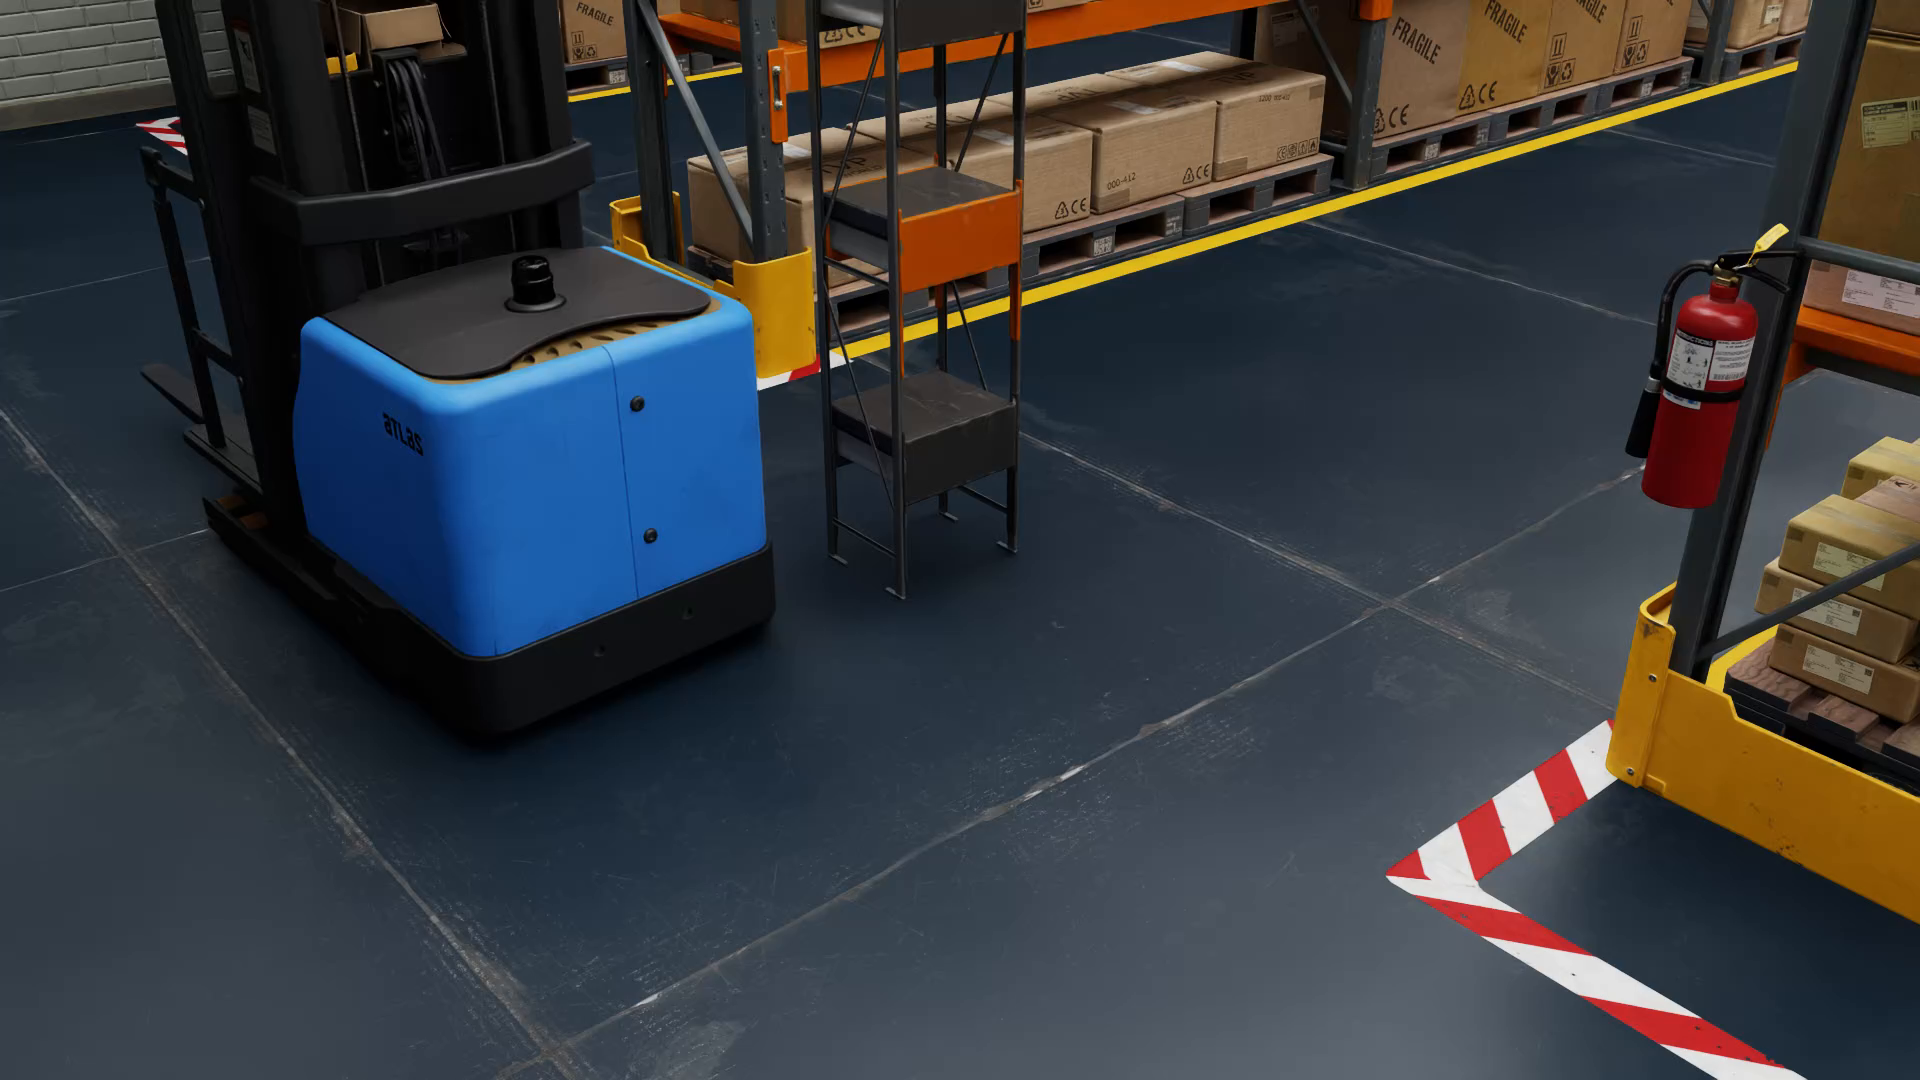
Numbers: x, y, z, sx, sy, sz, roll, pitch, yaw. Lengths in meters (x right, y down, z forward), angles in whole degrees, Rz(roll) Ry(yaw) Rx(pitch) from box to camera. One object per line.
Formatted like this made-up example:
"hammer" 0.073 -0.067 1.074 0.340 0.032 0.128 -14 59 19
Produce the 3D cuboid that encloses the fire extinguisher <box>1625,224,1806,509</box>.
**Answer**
"fire extinguisher" 1.712 -0.406 3.806 0.183 0.674 0.296 -22 35 -35

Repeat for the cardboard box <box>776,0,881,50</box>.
"cardboard box" -0.535 -2.349 6.856 0.500 0.500 0.500 -22 35 -35

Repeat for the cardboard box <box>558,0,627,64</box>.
"cardboard box" -2.642 -3.649 11.601 0.500 0.500 0.500 -21 35 -34

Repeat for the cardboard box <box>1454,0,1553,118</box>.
"cardboard box" 3.058 -3.230 10.420 0.875 0.875 0.875 -21 34 -34

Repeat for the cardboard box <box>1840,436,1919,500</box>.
"cardboard box" 2.784 -0.141 4.779 0.250 0.149 0.380 -23 36 -36

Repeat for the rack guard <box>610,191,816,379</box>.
"rack guard" -1.105 -1.151 7.373 0.348 0.500 1.175 -22 35 -35

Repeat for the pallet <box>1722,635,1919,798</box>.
"pallet" 2.902 0.454 4.676 1.213 0.211 1.003 -22 35 -35

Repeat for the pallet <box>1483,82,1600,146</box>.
"pallet" 3.423 -2.893 10.939 1.213 0.211 1.003 -22 35 -35

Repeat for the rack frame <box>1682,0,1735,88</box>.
"rack frame" 4.999 -4.708 11.377 0.127 3.000 1.000 -22 35 -35

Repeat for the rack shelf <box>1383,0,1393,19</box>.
"rack shelf" 3.478 -3.779 10.402 4.000 0.370 1.077 -22 35 -35

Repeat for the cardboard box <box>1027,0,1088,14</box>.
"cardboard box" 0.230 -2.662 7.444 0.500 0.500 0.500 -22 35 -35

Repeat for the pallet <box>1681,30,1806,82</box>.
"pallet" 5.595 -3.717 12.481 1.213 0.211 1.003 -22 35 -35

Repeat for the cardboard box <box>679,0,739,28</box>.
"cardboard box" -0.892 -2.547 7.228 0.500 0.500 0.500 -22 35 -35

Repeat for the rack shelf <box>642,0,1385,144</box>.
"rack shelf" 0.435 -2.555 8.112 4.000 0.370 1.077 -22 35 -35

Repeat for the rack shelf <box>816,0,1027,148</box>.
"rack shelf" -0.126 -1.481 4.837 0.480 0.518 0.431 -22 35 -35

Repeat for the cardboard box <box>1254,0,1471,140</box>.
"cardboard box" 2.376 -2.951 9.898 0.875 0.875 0.875 -21 34 -33

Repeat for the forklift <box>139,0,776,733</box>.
"forklift" -1.949 -1.363 5.191 1.130 2.935 3.031 -24 36 -37

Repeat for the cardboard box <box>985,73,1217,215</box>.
"cardboard box" 0.728 -2.112 8.792 0.875 0.438 0.875 -23 36 -36

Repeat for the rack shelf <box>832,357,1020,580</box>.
"rack shelf" -0.126 -0.246 5.497 0.480 0.518 0.431 -22 35 -35

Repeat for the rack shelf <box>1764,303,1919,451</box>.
"rack shelf" 3.725 -0.811 4.849 4.000 0.370 1.077 -22 35 -35

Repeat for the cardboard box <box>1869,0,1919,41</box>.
"cardboard box" 2.390 -1.362 3.634 0.500 0.500 0.500 -23 36 -36

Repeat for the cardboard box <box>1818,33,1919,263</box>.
"cardboard box" 2.378 -0.922 3.870 0.500 0.500 0.500 -21 35 -34

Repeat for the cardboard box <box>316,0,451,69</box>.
"cardboard box" -3.784 -3.277 10.902 0.637 0.503 0.797 -24 36 -37

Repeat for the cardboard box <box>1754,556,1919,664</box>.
"cardboard box" 2.419 0.161 4.531 0.250 0.149 0.380 -23 36 -36

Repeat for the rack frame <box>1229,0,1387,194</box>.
"rack frame" 1.956 -3.484 9.087 0.127 3.000 1.000 -22 35 -35

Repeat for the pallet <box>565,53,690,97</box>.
"pallet" -2.720 -3.448 11.978 1.213 0.211 1.003 -22 35 -35

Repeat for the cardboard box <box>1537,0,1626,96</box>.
"cardboard box" 3.739 -3.503 10.931 0.875 0.875 0.875 -21 35 -34

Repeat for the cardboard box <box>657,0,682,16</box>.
"cardboard box" -2.319 -3.840 11.960 0.500 0.500 0.700 -23 36 -37

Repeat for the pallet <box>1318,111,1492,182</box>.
"pallet" 2.494 -2.517 10.237 1.213 0.211 1.003 -22 35 -35

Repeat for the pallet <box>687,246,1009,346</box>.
"pallet" -0.529 -1.303 7.965 1.213 0.211 1.003 -22 35 -35

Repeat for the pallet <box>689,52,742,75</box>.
"pallet" -1.791 -3.823 12.680 1.213 0.211 1.003 -22 35 -35

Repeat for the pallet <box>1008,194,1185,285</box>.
"pallet" 0.398 -1.675 8.660 1.213 0.211 1.003 -22 35 -35

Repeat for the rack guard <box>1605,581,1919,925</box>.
"rack guard" 2.261 0.563 4.167 0.348 0.500 1.175 -22 35 -35

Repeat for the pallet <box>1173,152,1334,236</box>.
"pallet" 1.327 -2.050 9.362 1.213 0.211 1.003 -22 35 -35

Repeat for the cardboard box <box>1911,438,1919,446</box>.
"cardboard box" 3.022 -0.197 4.885 0.250 0.149 0.380 -24 36 -37

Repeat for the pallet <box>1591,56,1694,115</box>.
"pallet" 4.351 -3.264 11.634 1.213 0.211 1.003 -22 35 -35

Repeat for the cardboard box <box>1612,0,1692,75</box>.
"cardboard box" 4.420 -3.775 11.439 0.875 0.875 0.875 -22 35 -35

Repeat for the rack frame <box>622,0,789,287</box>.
"rack frame" -1.087 -2.261 6.798 0.127 3.000 1.000 -22 35 -35

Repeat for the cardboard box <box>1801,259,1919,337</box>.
"cardboard box" 2.268 -0.607 3.970 0.250 0.149 0.380 -22 35 -35

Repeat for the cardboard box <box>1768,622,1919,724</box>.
"cardboard box" 2.468 0.320 4.548 0.250 0.149 0.380 -21 35 -34

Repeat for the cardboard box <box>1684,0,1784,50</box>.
"cardboard box" 5.436 -3.903 12.214 0.625 0.372 0.950 -25 37 -38

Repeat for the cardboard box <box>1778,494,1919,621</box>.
"cardboard box" 2.441 0.040 4.440 0.250 0.149 0.380 -21 35 -34

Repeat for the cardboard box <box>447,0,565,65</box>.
"cardboard box" -3.109 -3.523 11.366 0.500 0.500 0.700 -20 34 -33

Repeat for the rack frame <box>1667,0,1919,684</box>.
"rack frame" 2.203 -0.517 3.534 0.127 3.000 1.000 -22 35 -35

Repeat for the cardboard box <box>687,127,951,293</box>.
"cardboard box" -0.649 -1.554 7.747 0.875 0.438 0.875 -23 36 -37

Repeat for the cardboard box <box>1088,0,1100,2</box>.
"cardboard box" 0.600 -2.822 7.741 0.500 0.500 0.500 -21 34 -33

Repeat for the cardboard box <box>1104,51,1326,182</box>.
"cardboard box" 1.409 -2.386 9.305 0.875 0.438 0.875 -22 35 -36

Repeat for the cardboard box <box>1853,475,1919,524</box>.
"cardboard box" 2.670 -0.016 4.545 0.250 0.149 0.380 -21 35 -34

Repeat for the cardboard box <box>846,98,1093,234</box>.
"cardboard box" 0.041 -1.837 8.277 0.875 0.438 0.875 -21 34 -34

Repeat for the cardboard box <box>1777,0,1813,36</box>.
"cardboard box" 5.992 -4.132 12.642 0.625 0.372 0.950 -23 36 -36

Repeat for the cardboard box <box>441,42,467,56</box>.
"cardboard box" -3.436 -3.236 11.202 0.250 0.149 0.380 -24 36 -37

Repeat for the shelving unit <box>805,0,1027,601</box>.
"shelving unit" -0.126 -0.875 5.160 0.503 2.100 0.431 -22 35 -35

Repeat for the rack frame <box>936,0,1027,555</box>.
"rack frame" 0.060 -0.950 5.300 0.015 2.100 0.400 -22 35 -35

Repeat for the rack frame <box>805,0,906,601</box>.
"rack frame" -0.312 -0.801 5.021 0.015 2.100 0.400 -22 35 -35

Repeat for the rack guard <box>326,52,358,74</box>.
"rack guard" -4.253 -2.960 10.758 0.348 0.500 1.175 -22 35 -35

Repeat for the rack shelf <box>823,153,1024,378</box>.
"rack shelf" -0.126 -0.863 5.167 0.480 0.518 0.431 -22 35 -35
